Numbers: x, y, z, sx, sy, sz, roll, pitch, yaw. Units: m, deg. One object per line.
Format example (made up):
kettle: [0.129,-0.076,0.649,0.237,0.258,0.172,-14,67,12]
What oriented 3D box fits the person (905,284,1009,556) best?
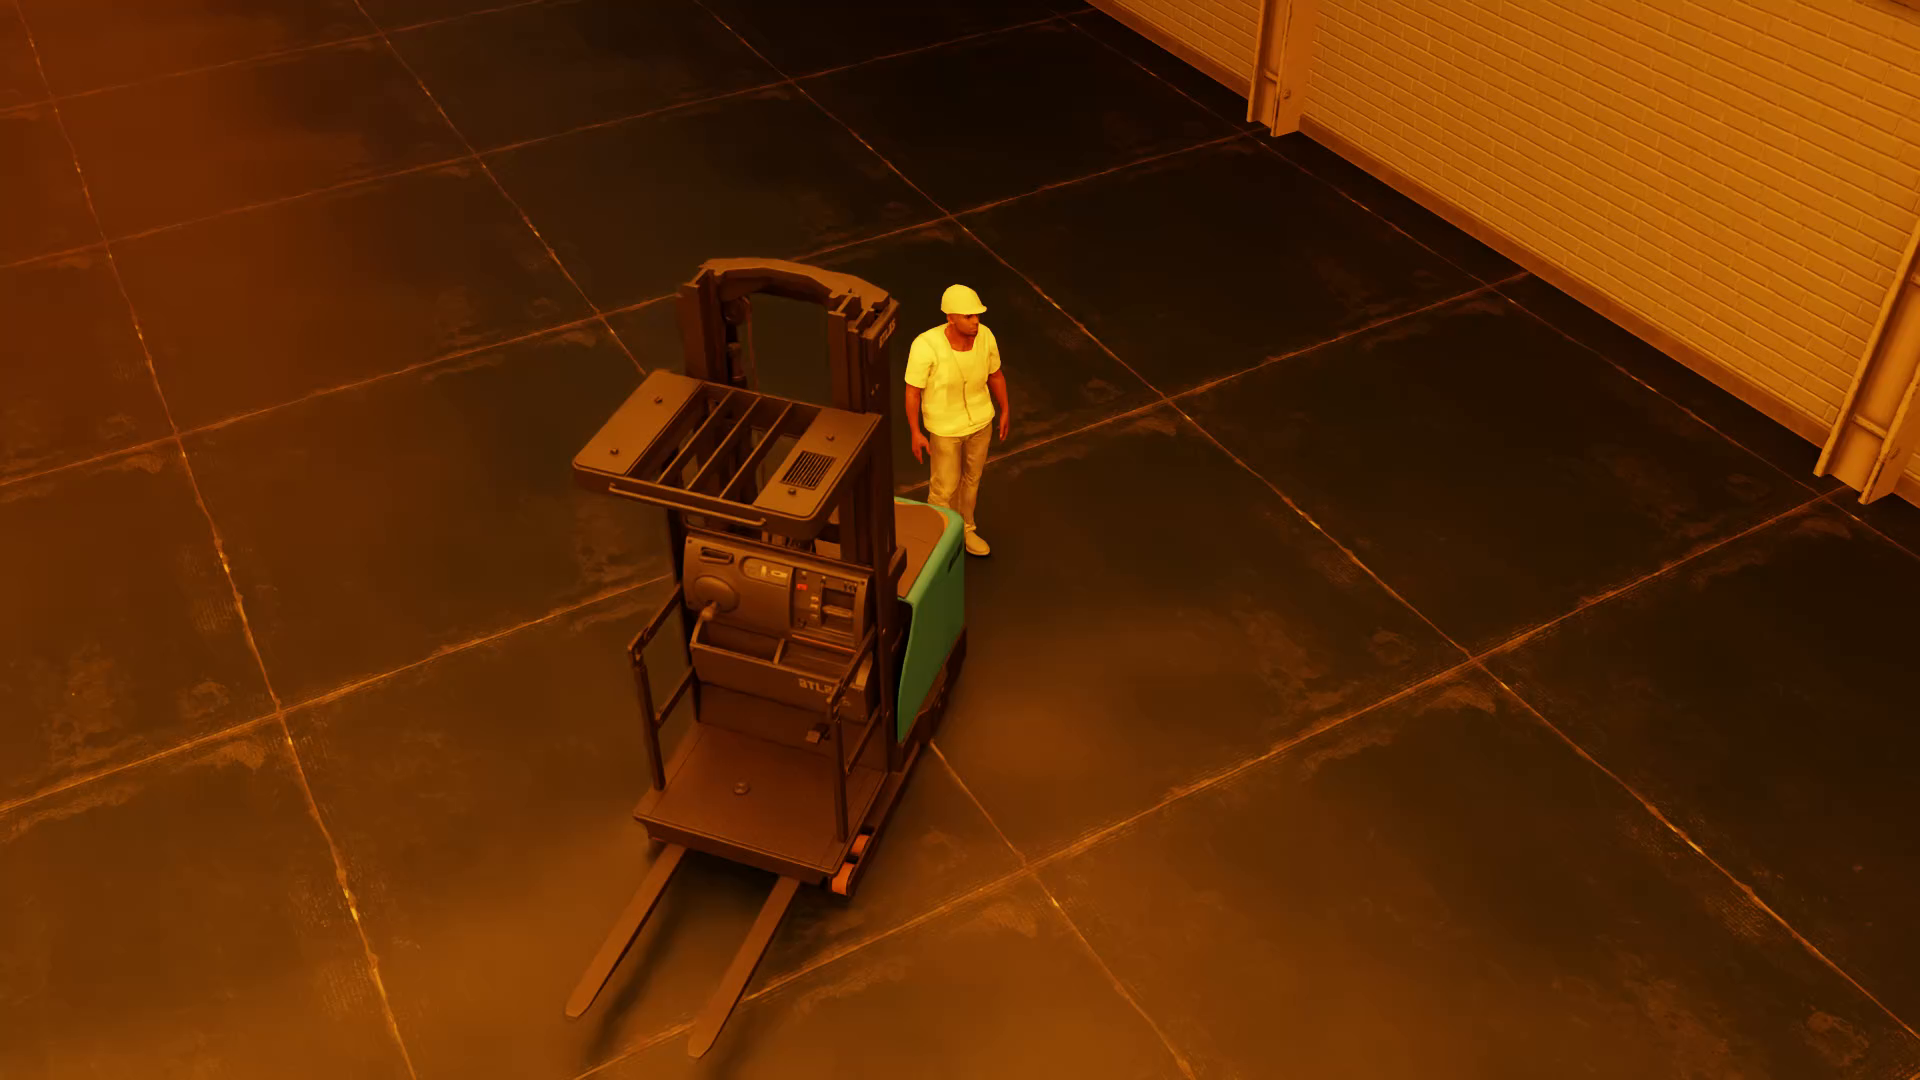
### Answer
person: [0.029,-0.645,9.715,0.665,1.765,0.577,-20,44,-23]

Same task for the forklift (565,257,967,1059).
forklift: [-0.940,0.326,7.644,1.130,2.935,3.031,13,41,15]
